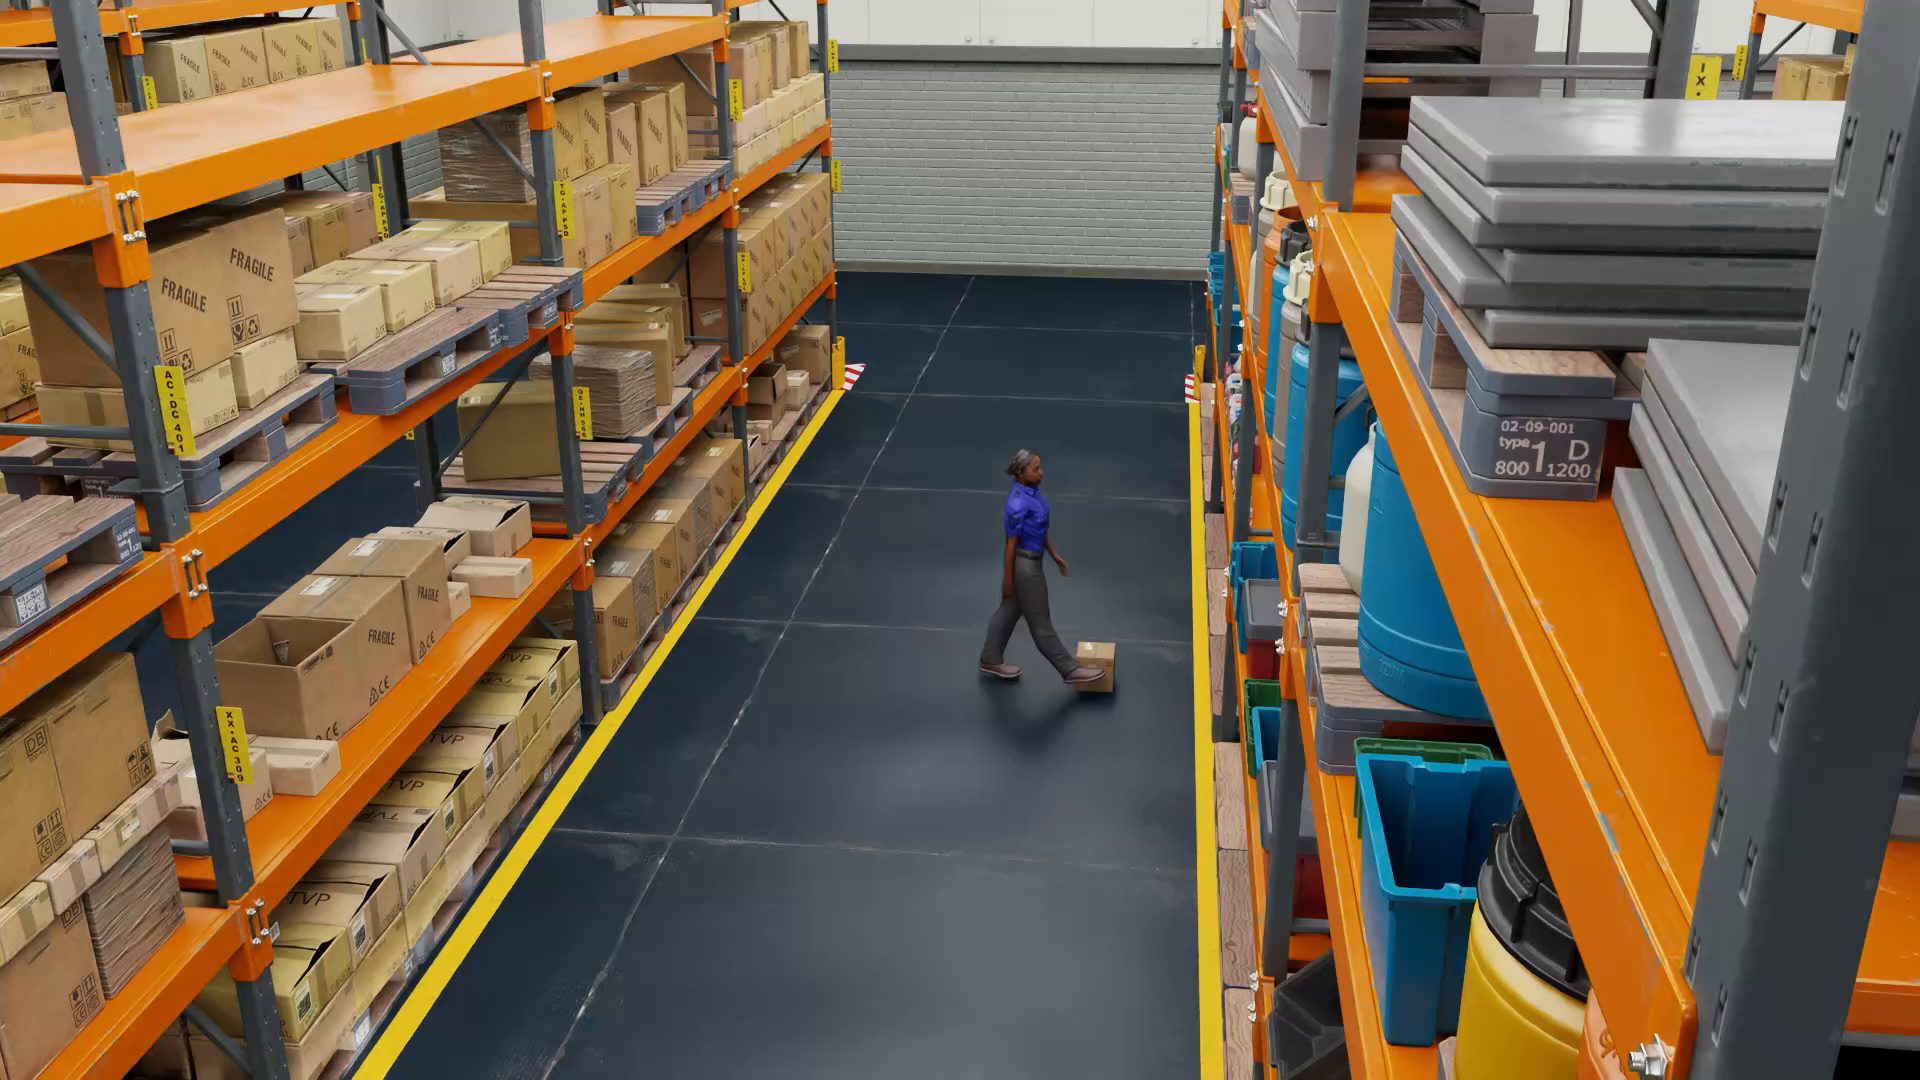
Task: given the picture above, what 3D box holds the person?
[{"bbox_3d":[0.555,0.177,11.007,0.866,1.628,0.451,2,21,6],"label":"person"}]
